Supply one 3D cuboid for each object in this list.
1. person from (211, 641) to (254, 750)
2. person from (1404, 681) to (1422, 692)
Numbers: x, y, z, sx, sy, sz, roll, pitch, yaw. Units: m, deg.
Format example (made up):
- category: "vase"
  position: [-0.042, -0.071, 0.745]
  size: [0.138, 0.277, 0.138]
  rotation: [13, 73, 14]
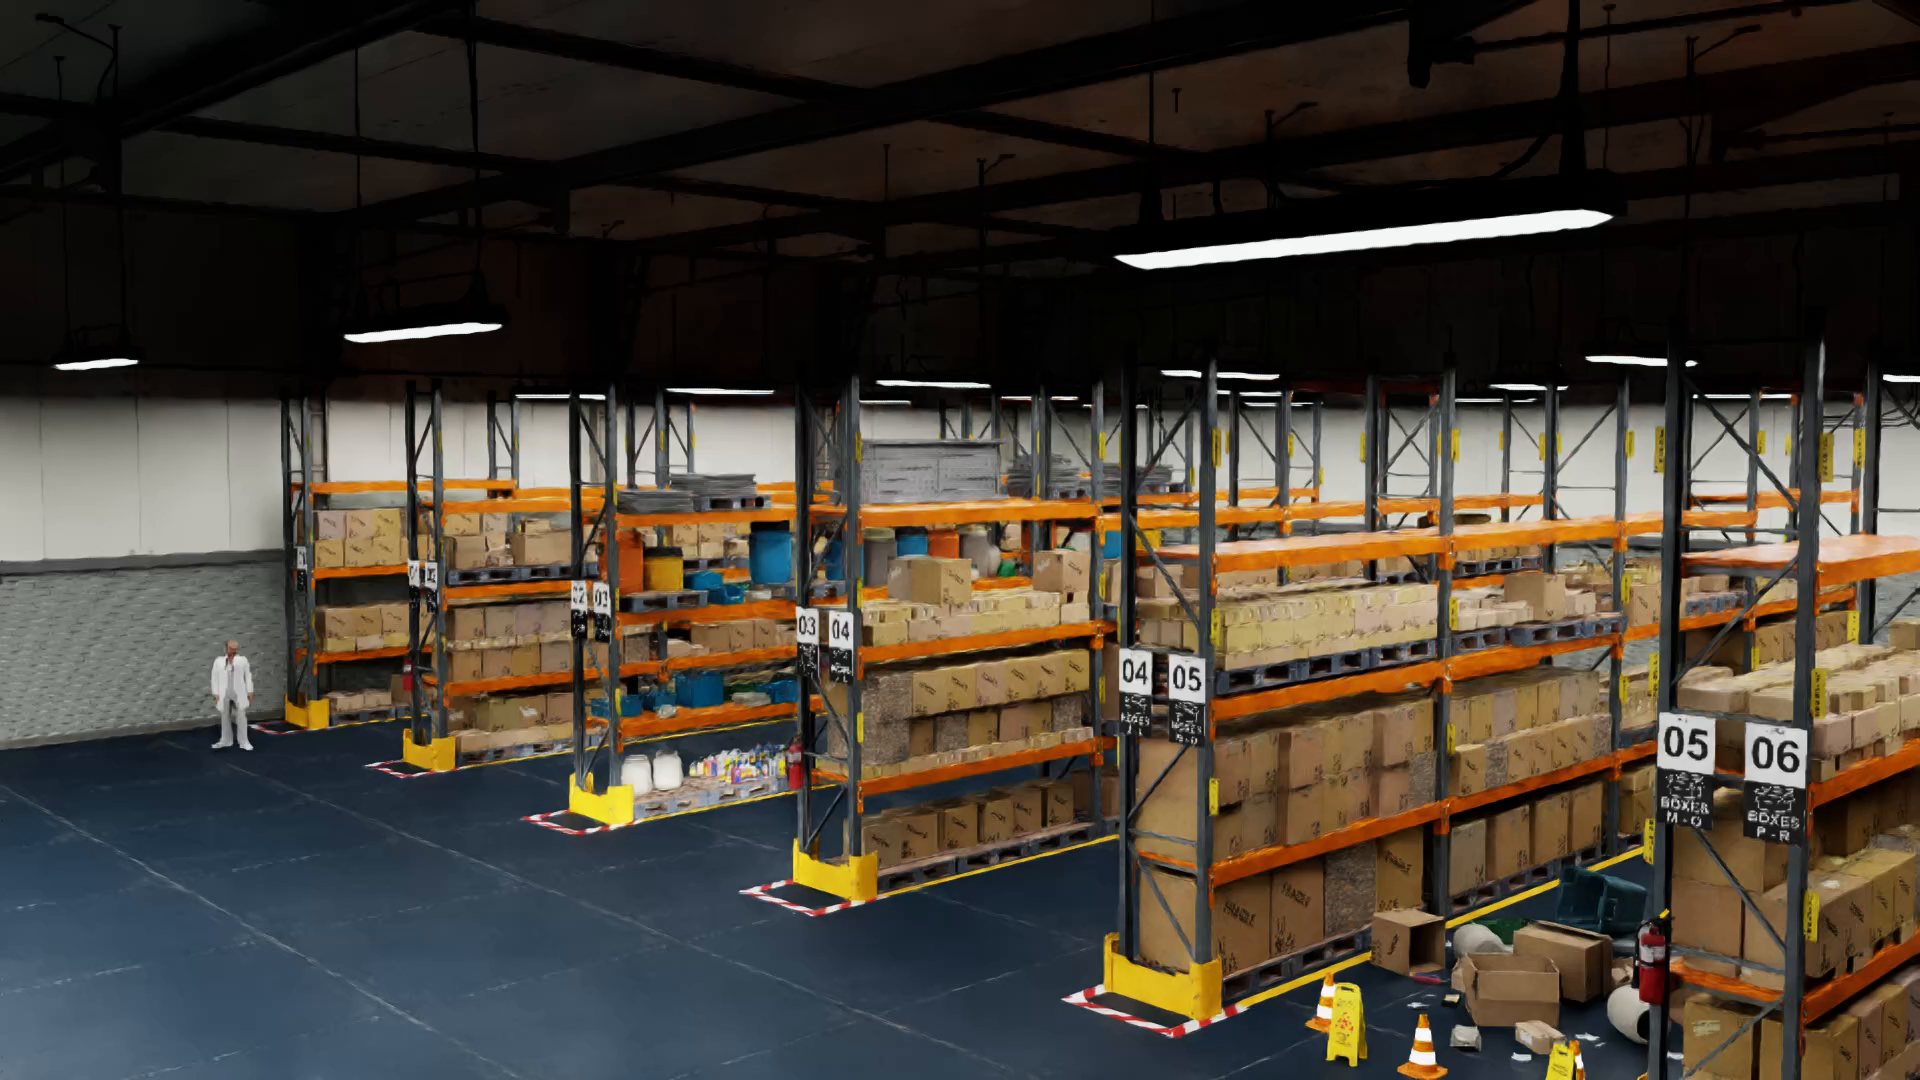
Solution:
- category: "person"
  position: [-11.918, 2.530, 27.203]
  size: [0.677, 1.780, 0.526]
  rotation: [-1, 4, -16]
- category: "person"
  position: [6.607, 2.815, 24.158]
  size: [0.639, 1.628, 0.512]
  rotation: [4, 5, 44]
